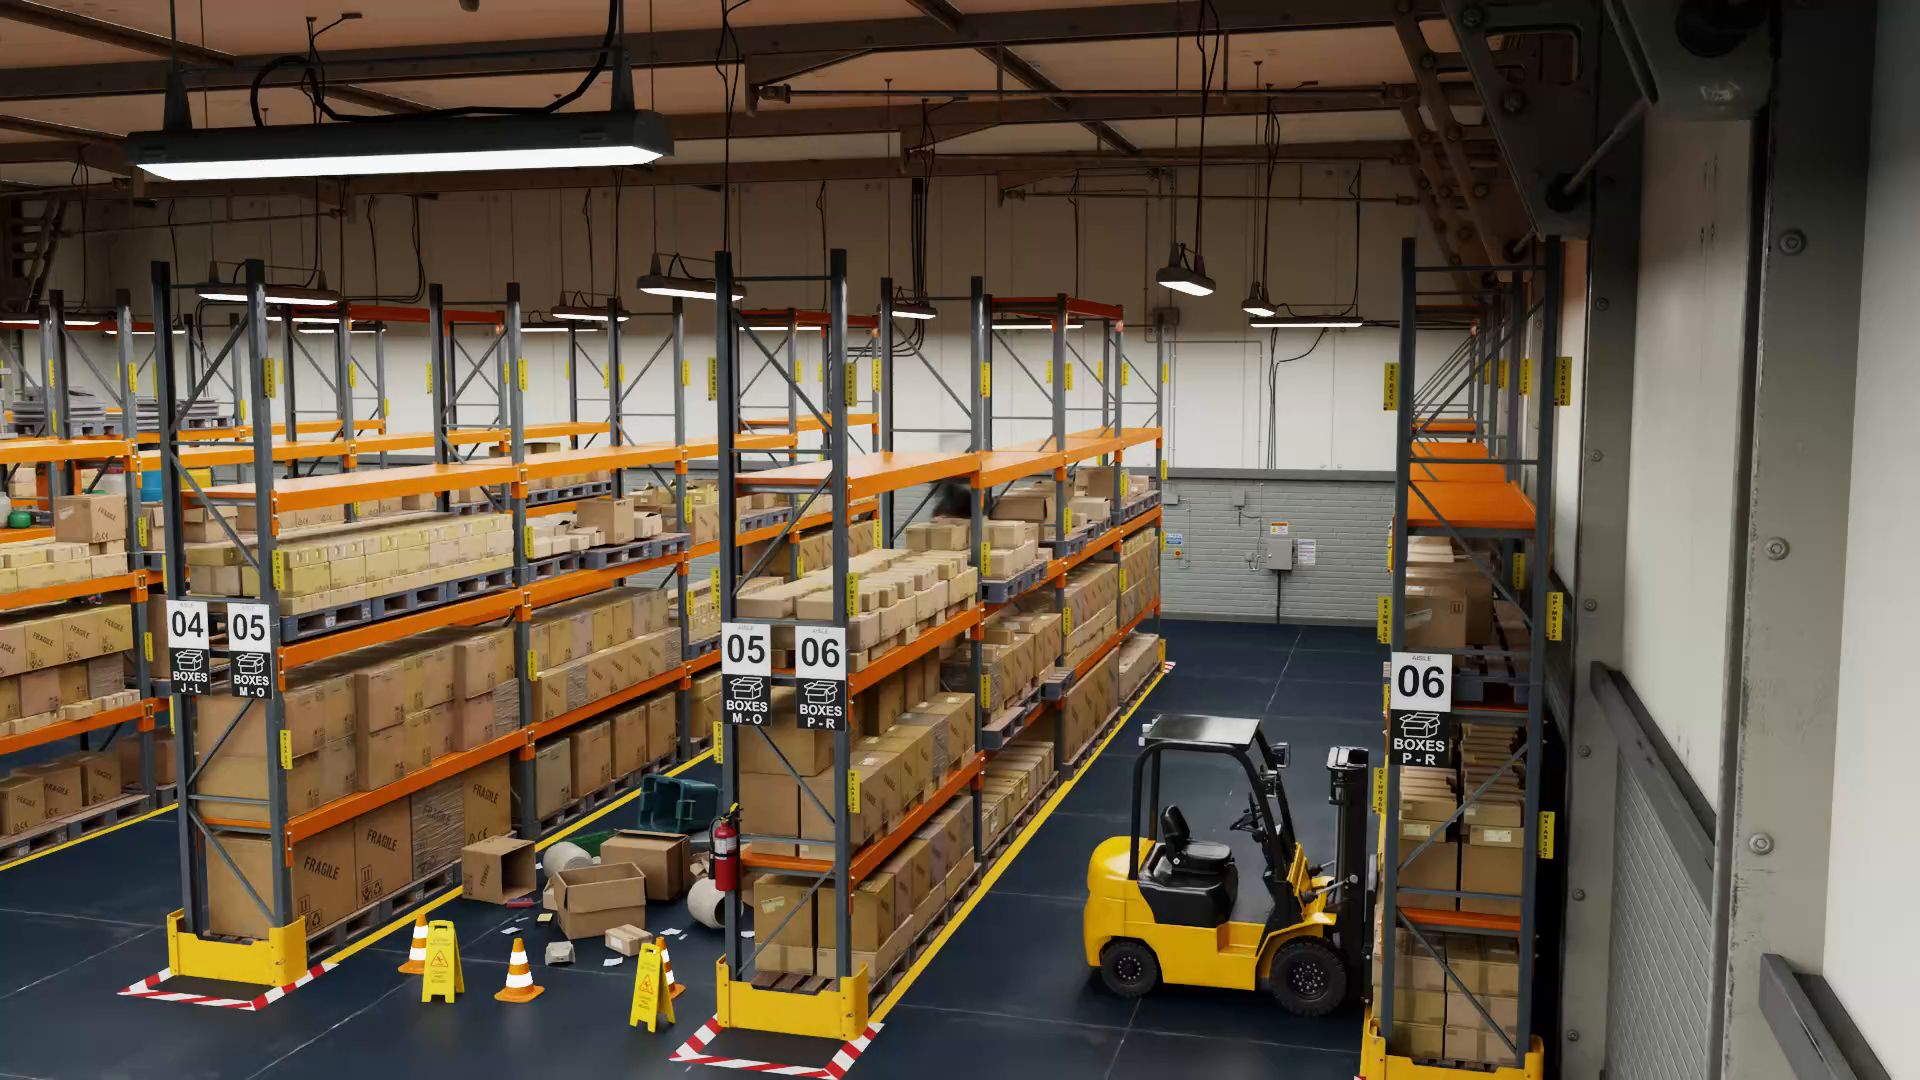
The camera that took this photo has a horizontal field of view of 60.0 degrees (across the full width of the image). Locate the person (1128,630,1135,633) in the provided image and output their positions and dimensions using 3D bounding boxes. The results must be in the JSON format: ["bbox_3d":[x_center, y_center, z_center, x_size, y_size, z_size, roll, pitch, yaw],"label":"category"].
[{"bbox_3d":[2.708,1.176,29.600,0.960,1.721,0.679,2,6,20],"label":"person"}]
